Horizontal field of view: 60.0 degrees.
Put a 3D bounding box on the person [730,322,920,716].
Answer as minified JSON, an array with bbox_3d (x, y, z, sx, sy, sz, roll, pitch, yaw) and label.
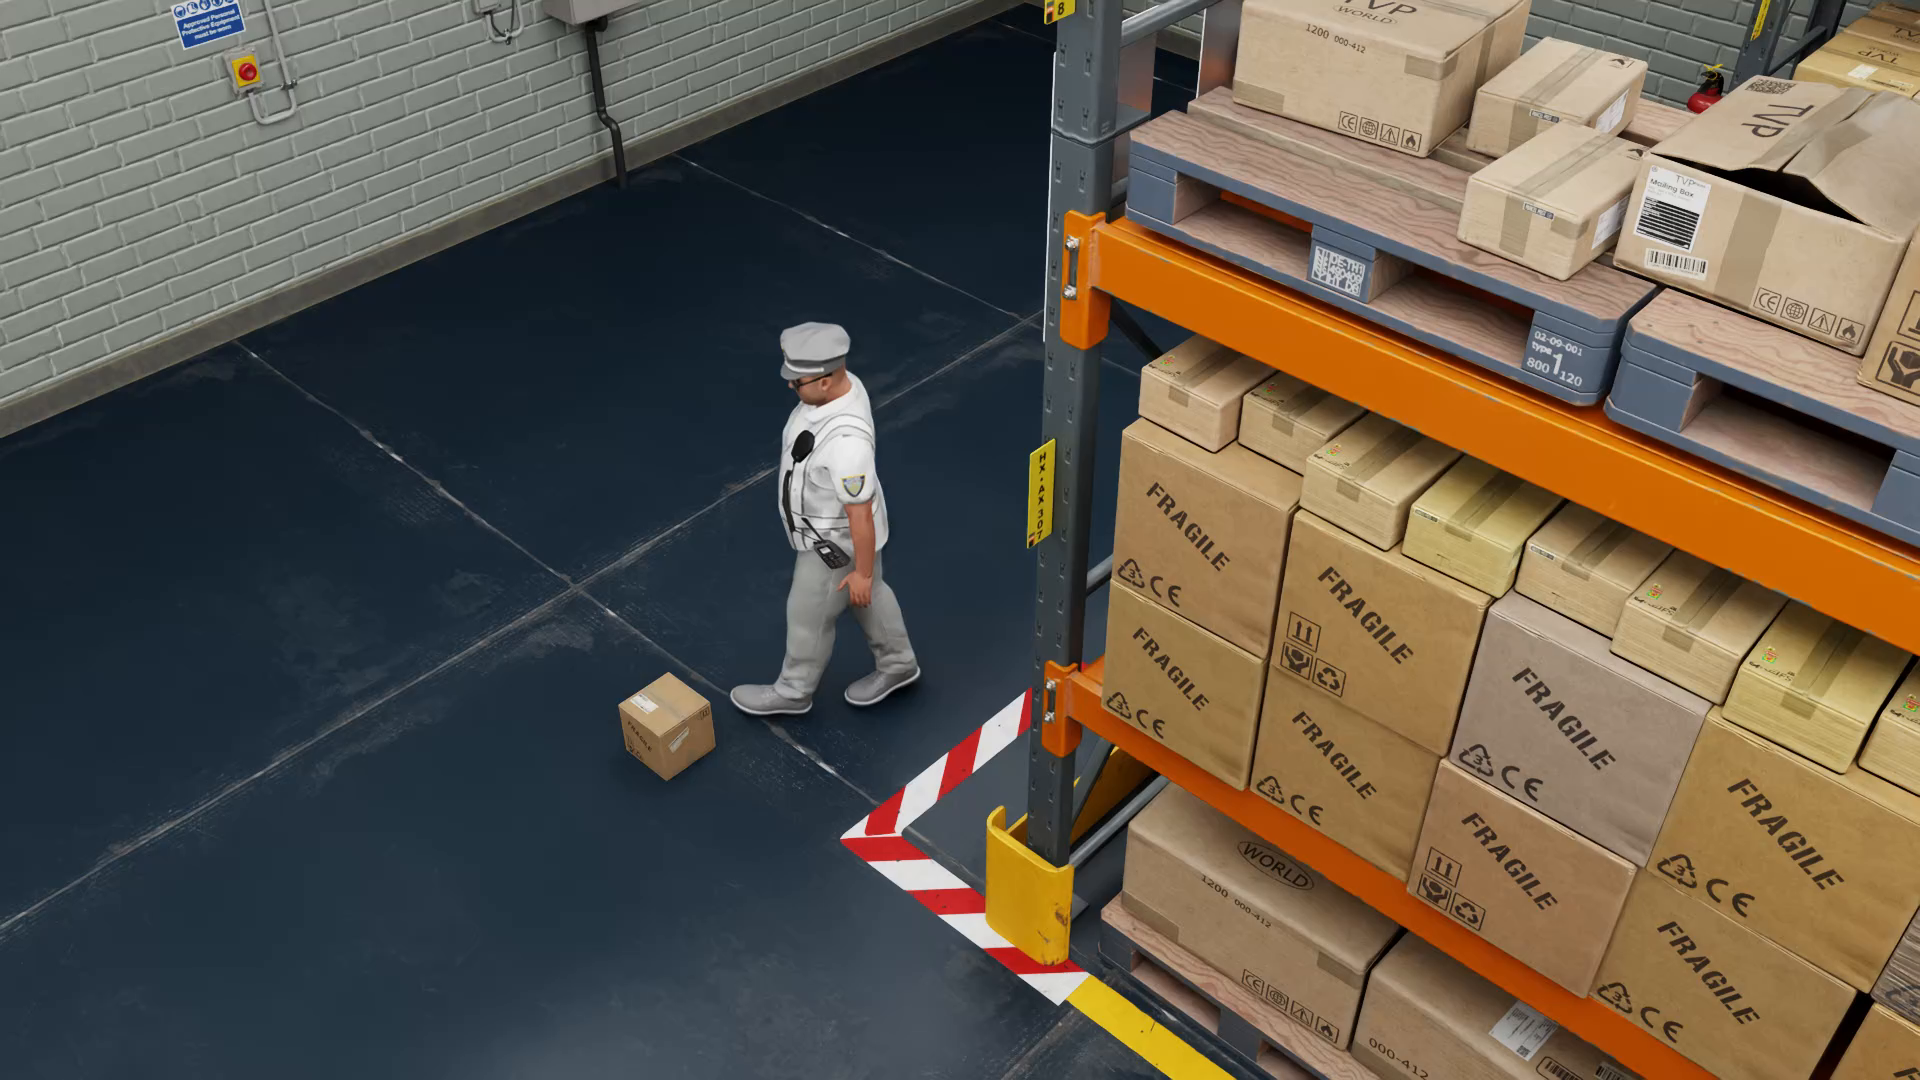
[{"bbox_3d":[-0.538,-0.029,6.188,0.767,1.734,0.550,-3,39,-3],"label":"person"}]
